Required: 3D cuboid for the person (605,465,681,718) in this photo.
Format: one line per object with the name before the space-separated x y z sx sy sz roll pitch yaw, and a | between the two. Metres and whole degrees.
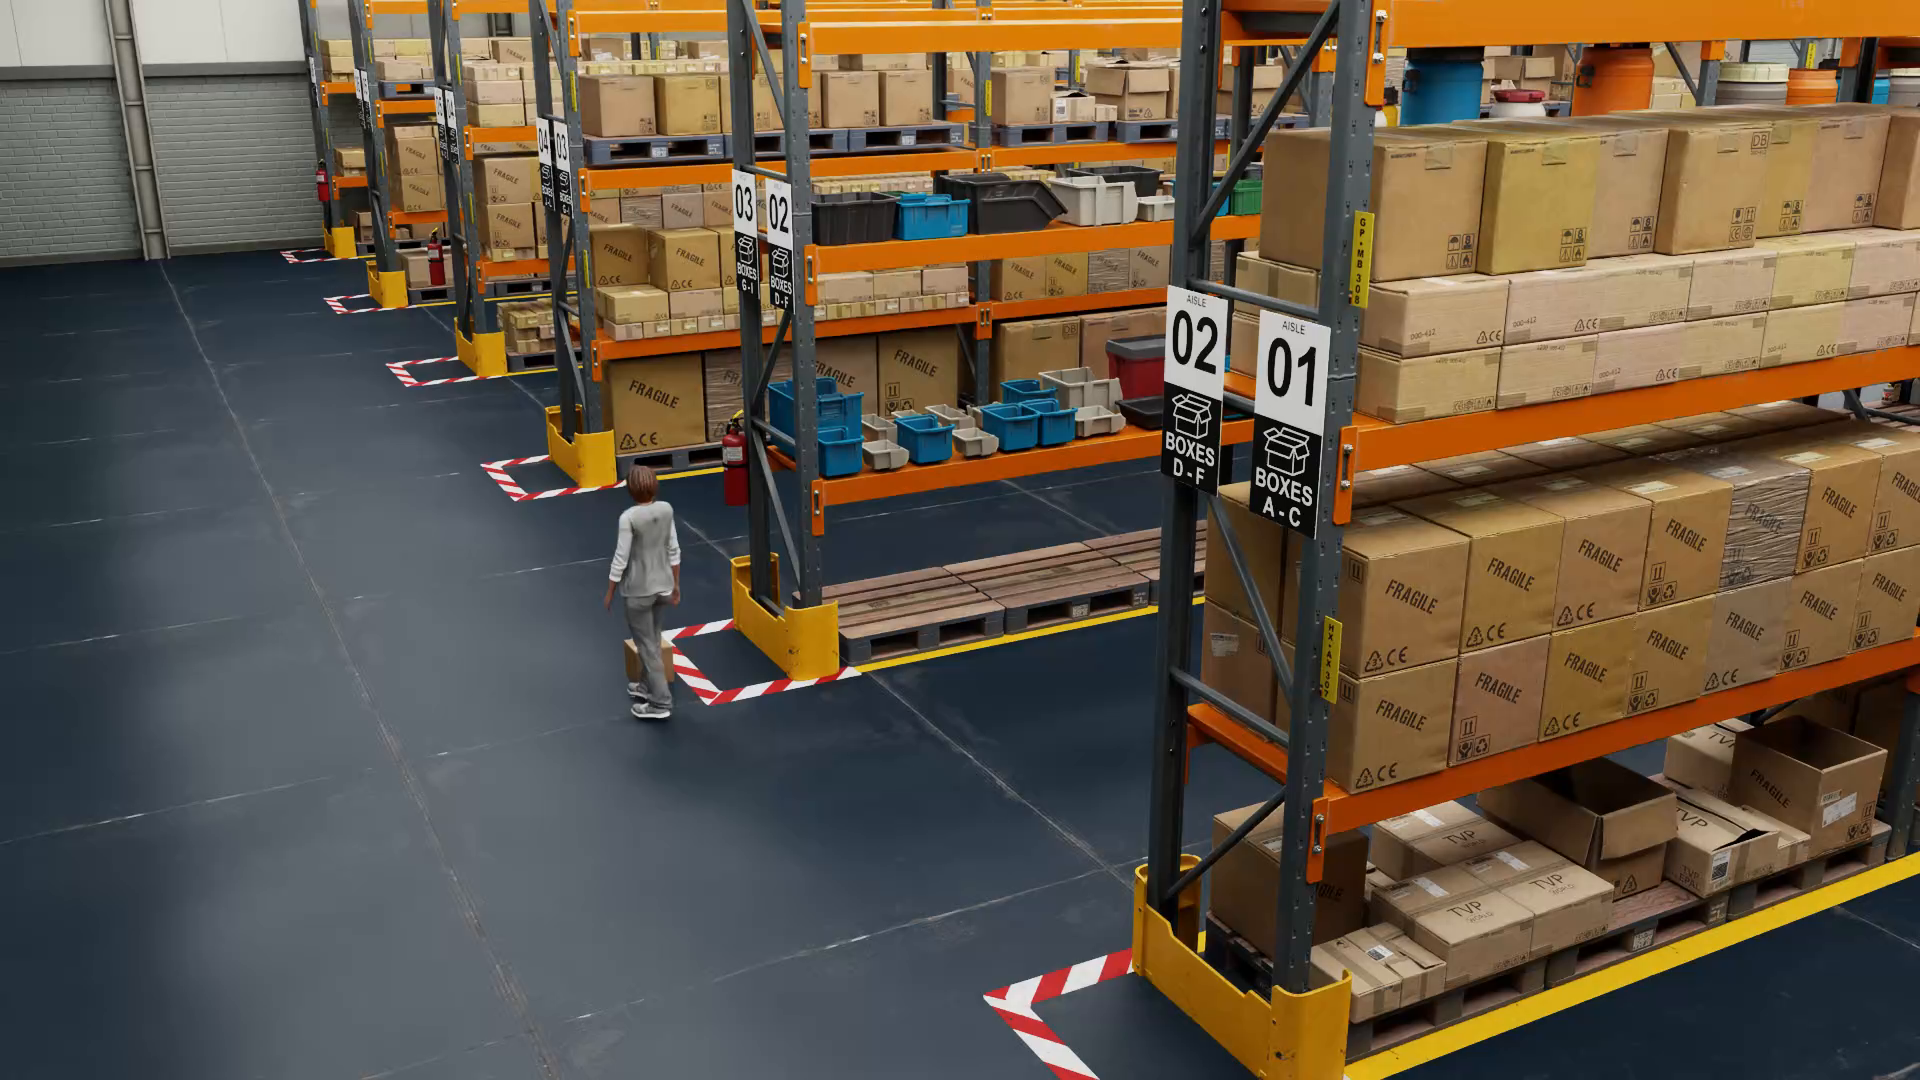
person | -1.992 0.302 10.234 0.577 1.593 0.457 16 24 39
